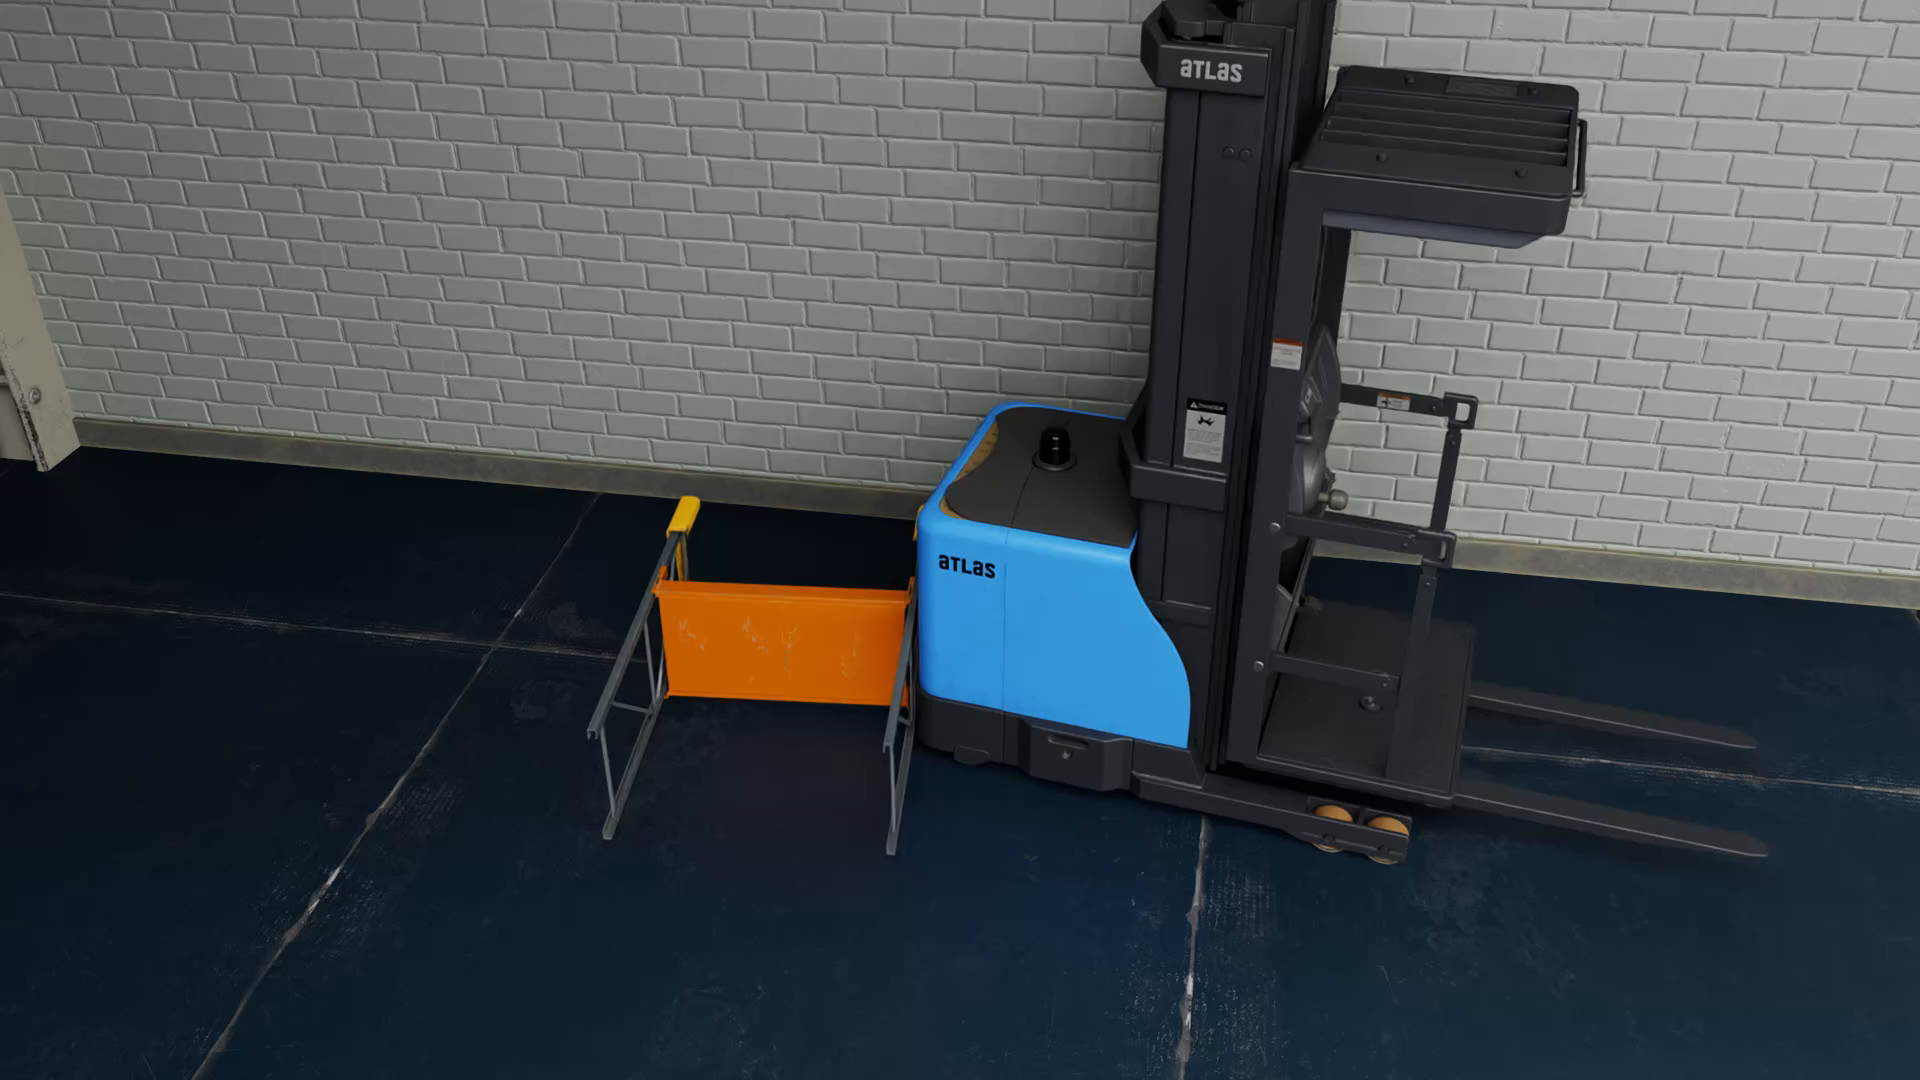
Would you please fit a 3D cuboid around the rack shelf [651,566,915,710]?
[{"bbox_3d":[-0.680,0.387,6.554,1.000,0.538,0.185,2,32,4],"label":"rack shelf"}]

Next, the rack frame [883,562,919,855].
[{"bbox_3d":[-0.187,0.503,6.369,0.032,0.500,1.500,2,32,4],"label":"rack frame"}]

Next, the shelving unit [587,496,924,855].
[{"bbox_3d":[-0.684,0.483,6.401,1.083,0.587,1.500,2,32,4],"label":"shelving unit"}]

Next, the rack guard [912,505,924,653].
[{"bbox_3d":[-0.140,0.172,6.897,0.087,0.587,0.250,2,32,4],"label":"rack guard"}]

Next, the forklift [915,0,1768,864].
[{"bbox_3d":[1.406,-0.409,5.641,3.031,2.935,1.130,10,33,16],"label":"forklift"}]

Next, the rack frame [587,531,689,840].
[{"bbox_3d":[-1.200,0.462,6.435,0.032,0.500,1.500,2,32,4],"label":"rack frame"}]

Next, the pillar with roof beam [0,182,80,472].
[{"bbox_3d":[-5.449,-2.002,2.467,0.400,9.000,9.100,5,32,8],"label":"pillar with roof beam"}]

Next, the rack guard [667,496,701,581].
[{"bbox_3d":[-1.133,0.132,6.962,0.087,0.587,0.250,2,32,4],"label":"rack guard"}]
